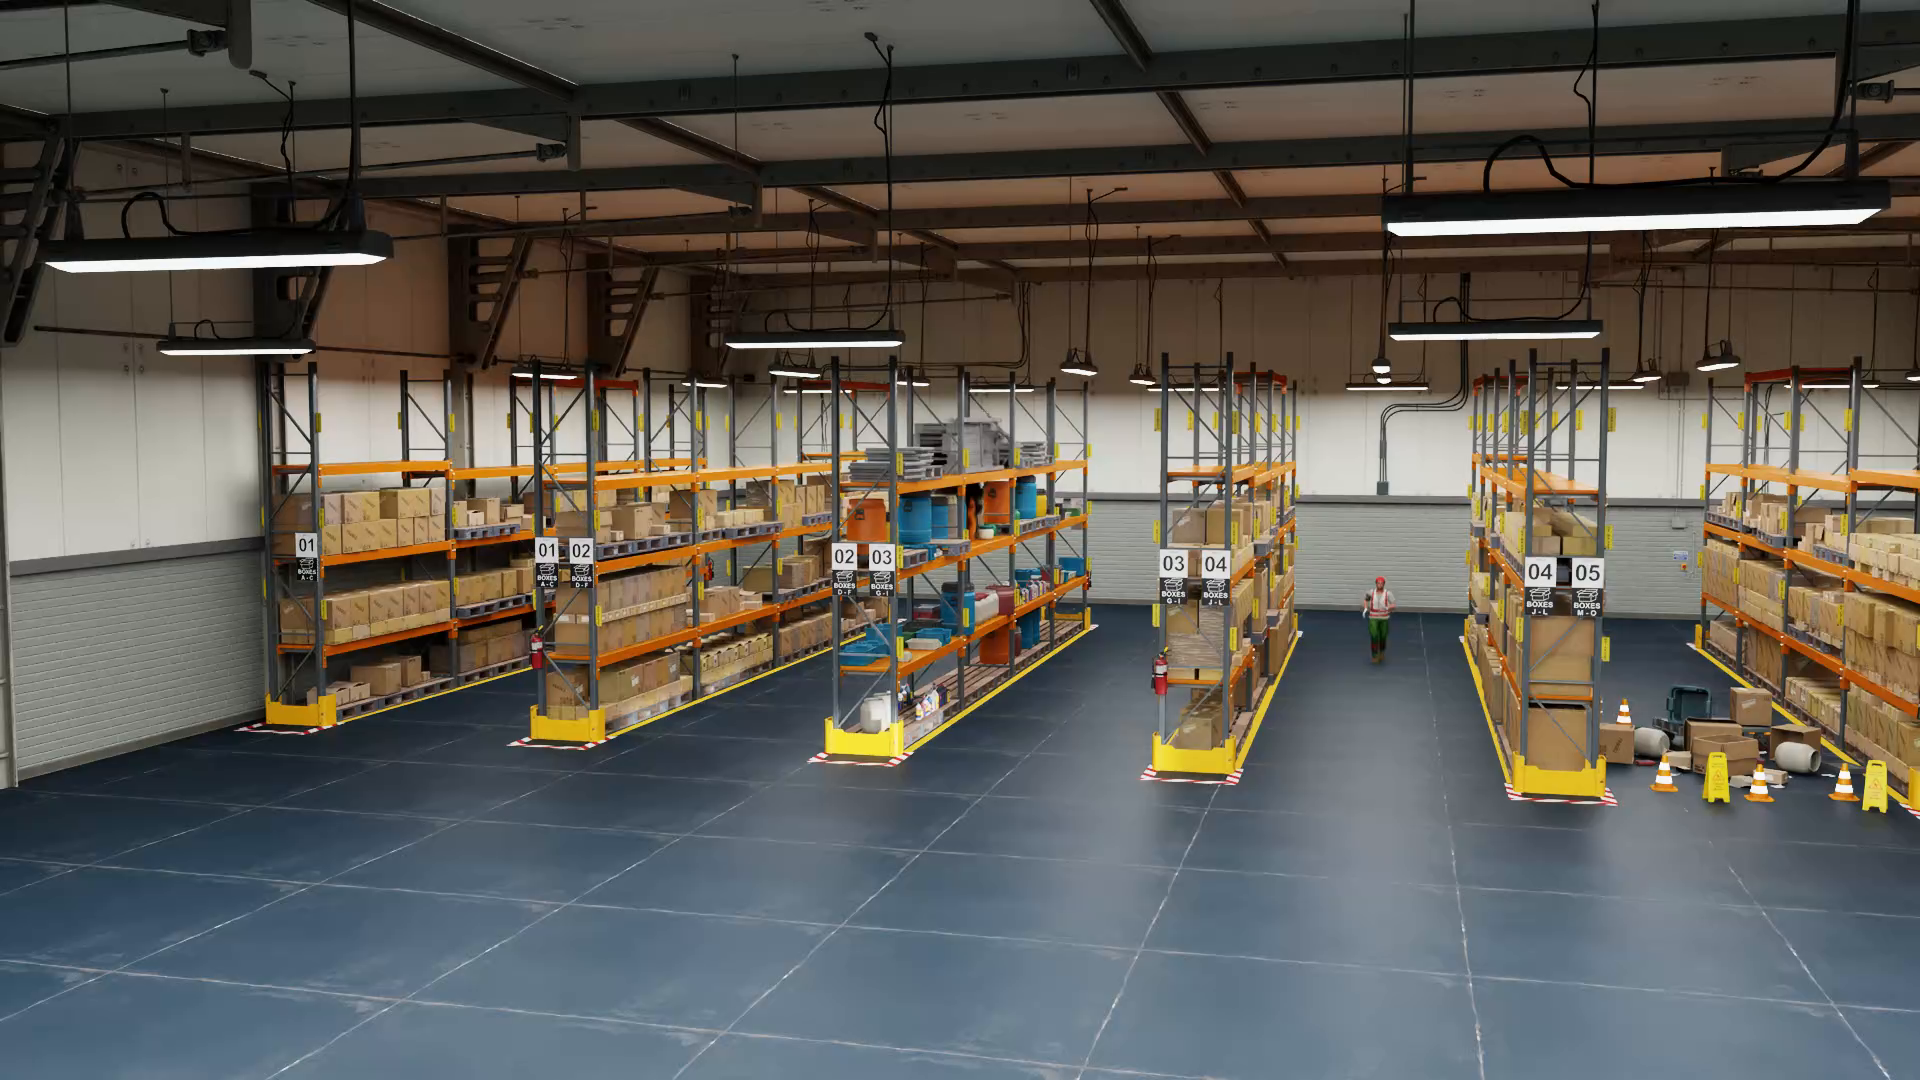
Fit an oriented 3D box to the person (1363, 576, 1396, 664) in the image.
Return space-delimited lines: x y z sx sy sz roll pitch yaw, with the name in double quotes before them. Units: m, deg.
"person" 8.721 1.642 34.583 0.667 1.779 0.974 1 4 15
